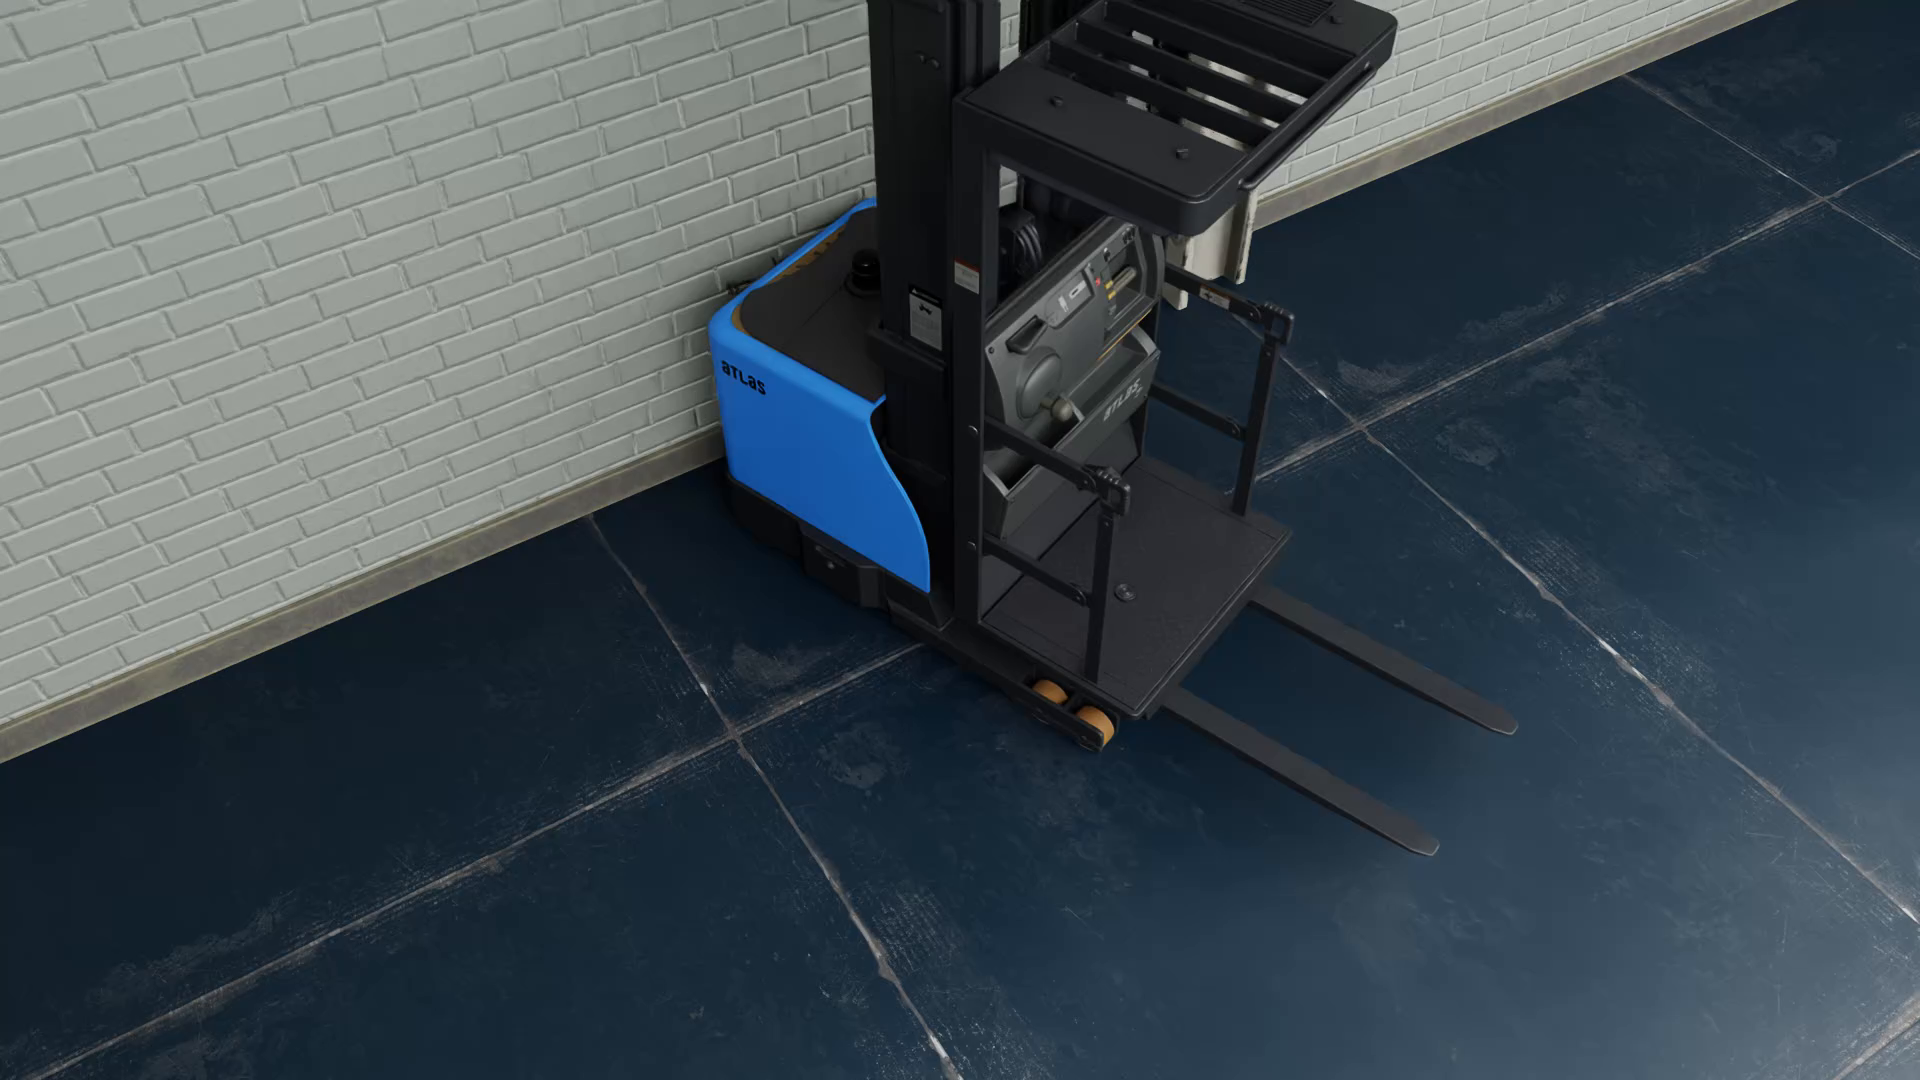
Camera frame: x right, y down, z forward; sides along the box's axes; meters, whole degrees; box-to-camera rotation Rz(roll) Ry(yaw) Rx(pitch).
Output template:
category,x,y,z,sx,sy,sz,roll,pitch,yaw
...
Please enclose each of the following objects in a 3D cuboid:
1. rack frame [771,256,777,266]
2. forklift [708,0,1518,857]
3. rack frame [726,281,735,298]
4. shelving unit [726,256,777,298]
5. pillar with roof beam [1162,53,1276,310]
category,x,y,z,sx,sy,sz,roll,pitch,yaw
rack frame,-0.591,-0.760,6.741,0.006,0.900,0.240,-32,53,-12
forklift,0.552,-0.669,5.328,3.031,2.935,1.130,30,55,24
rack frame,-0.759,-0.655,6.697,0.006,0.900,0.240,-32,53,-12
shelving unit,-0.675,-0.707,6.719,0.210,0.900,0.258,-32,53,-12
pillar with roof beam,3.383,-1.504,2.009,0.400,9.000,9.100,-25,53,-21
